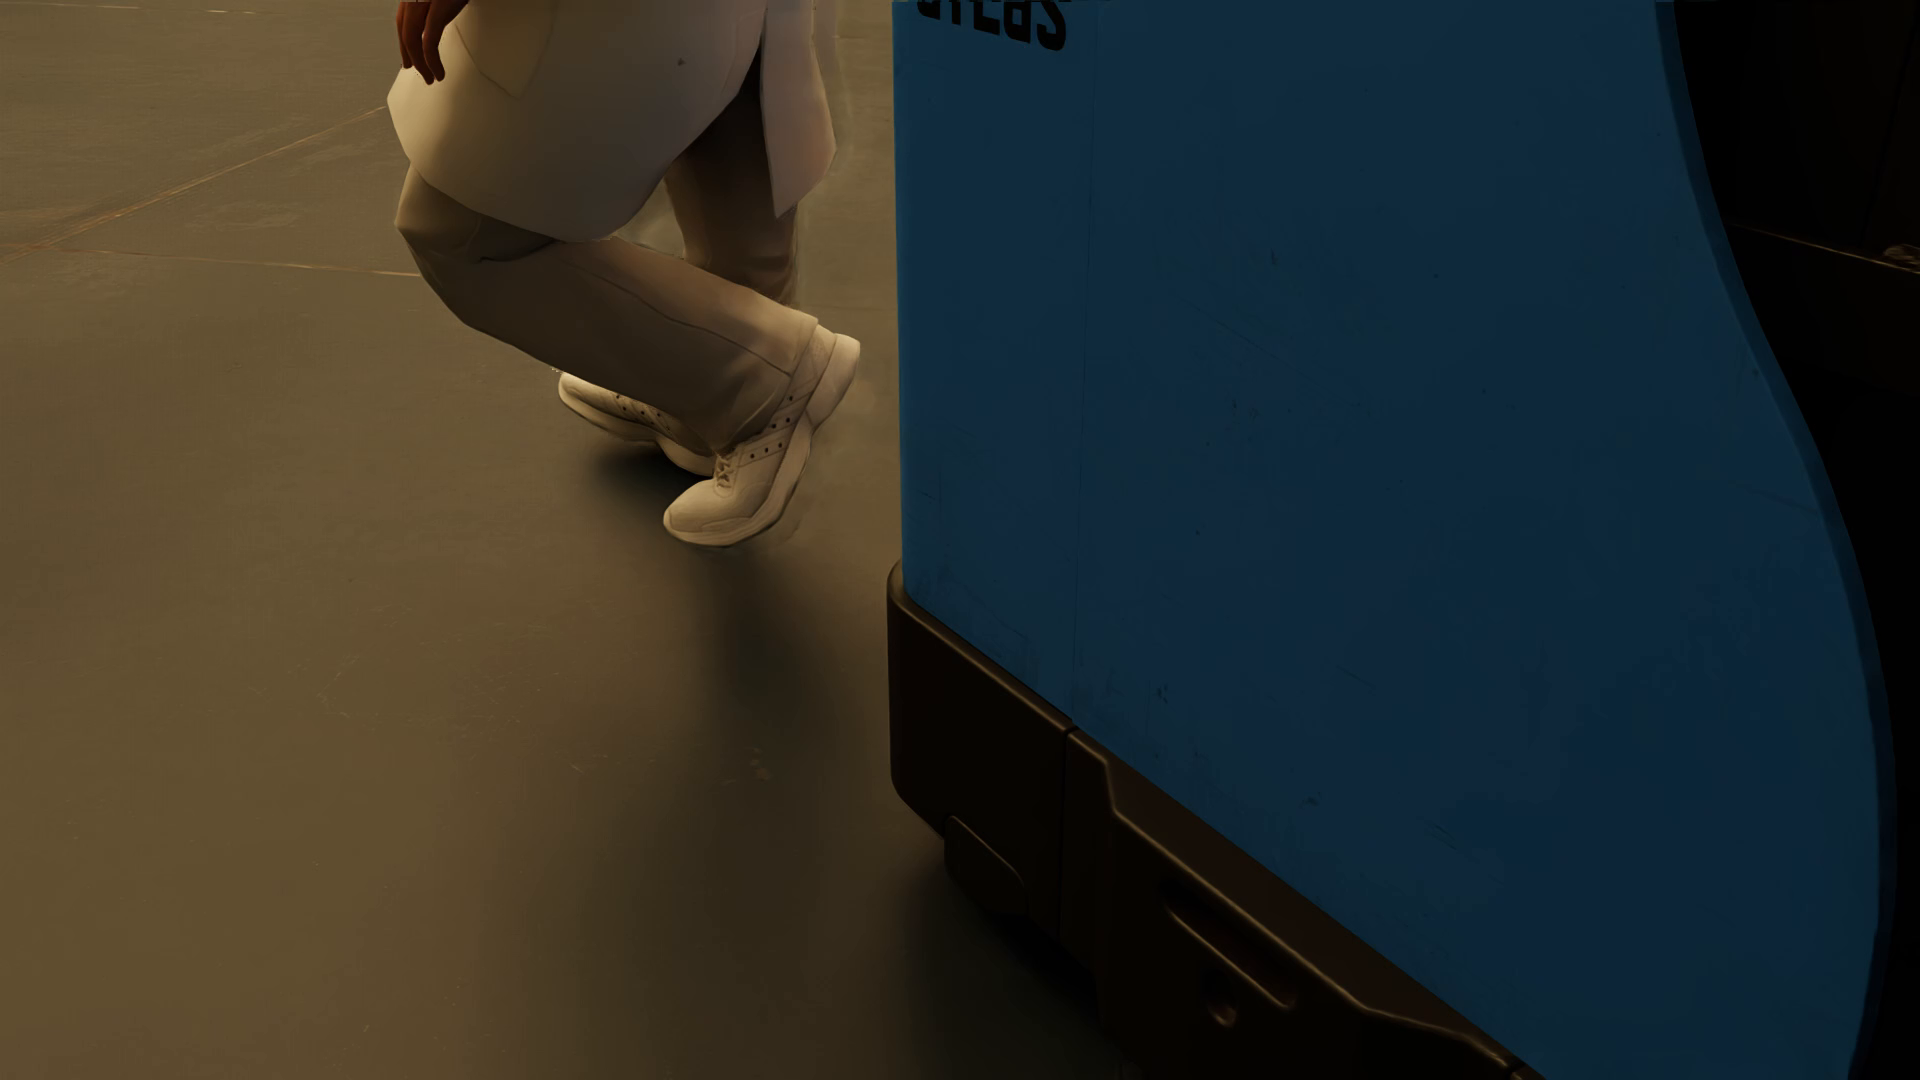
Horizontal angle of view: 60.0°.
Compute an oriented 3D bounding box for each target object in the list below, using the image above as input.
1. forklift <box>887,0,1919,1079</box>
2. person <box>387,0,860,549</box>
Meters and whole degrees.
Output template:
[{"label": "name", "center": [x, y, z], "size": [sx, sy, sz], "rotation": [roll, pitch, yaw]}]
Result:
[{"label": "forklift", "center": [1.161, -0.567, 0.370], "size": [1.130, 2.935, 3.031], "rotation": [-17, 31, -30]}, {"label": "person", "center": [-0.475, -0.729, 2.088], "size": [0.769, 1.668, 0.756], "rotation": [13, 30, 24]}]
